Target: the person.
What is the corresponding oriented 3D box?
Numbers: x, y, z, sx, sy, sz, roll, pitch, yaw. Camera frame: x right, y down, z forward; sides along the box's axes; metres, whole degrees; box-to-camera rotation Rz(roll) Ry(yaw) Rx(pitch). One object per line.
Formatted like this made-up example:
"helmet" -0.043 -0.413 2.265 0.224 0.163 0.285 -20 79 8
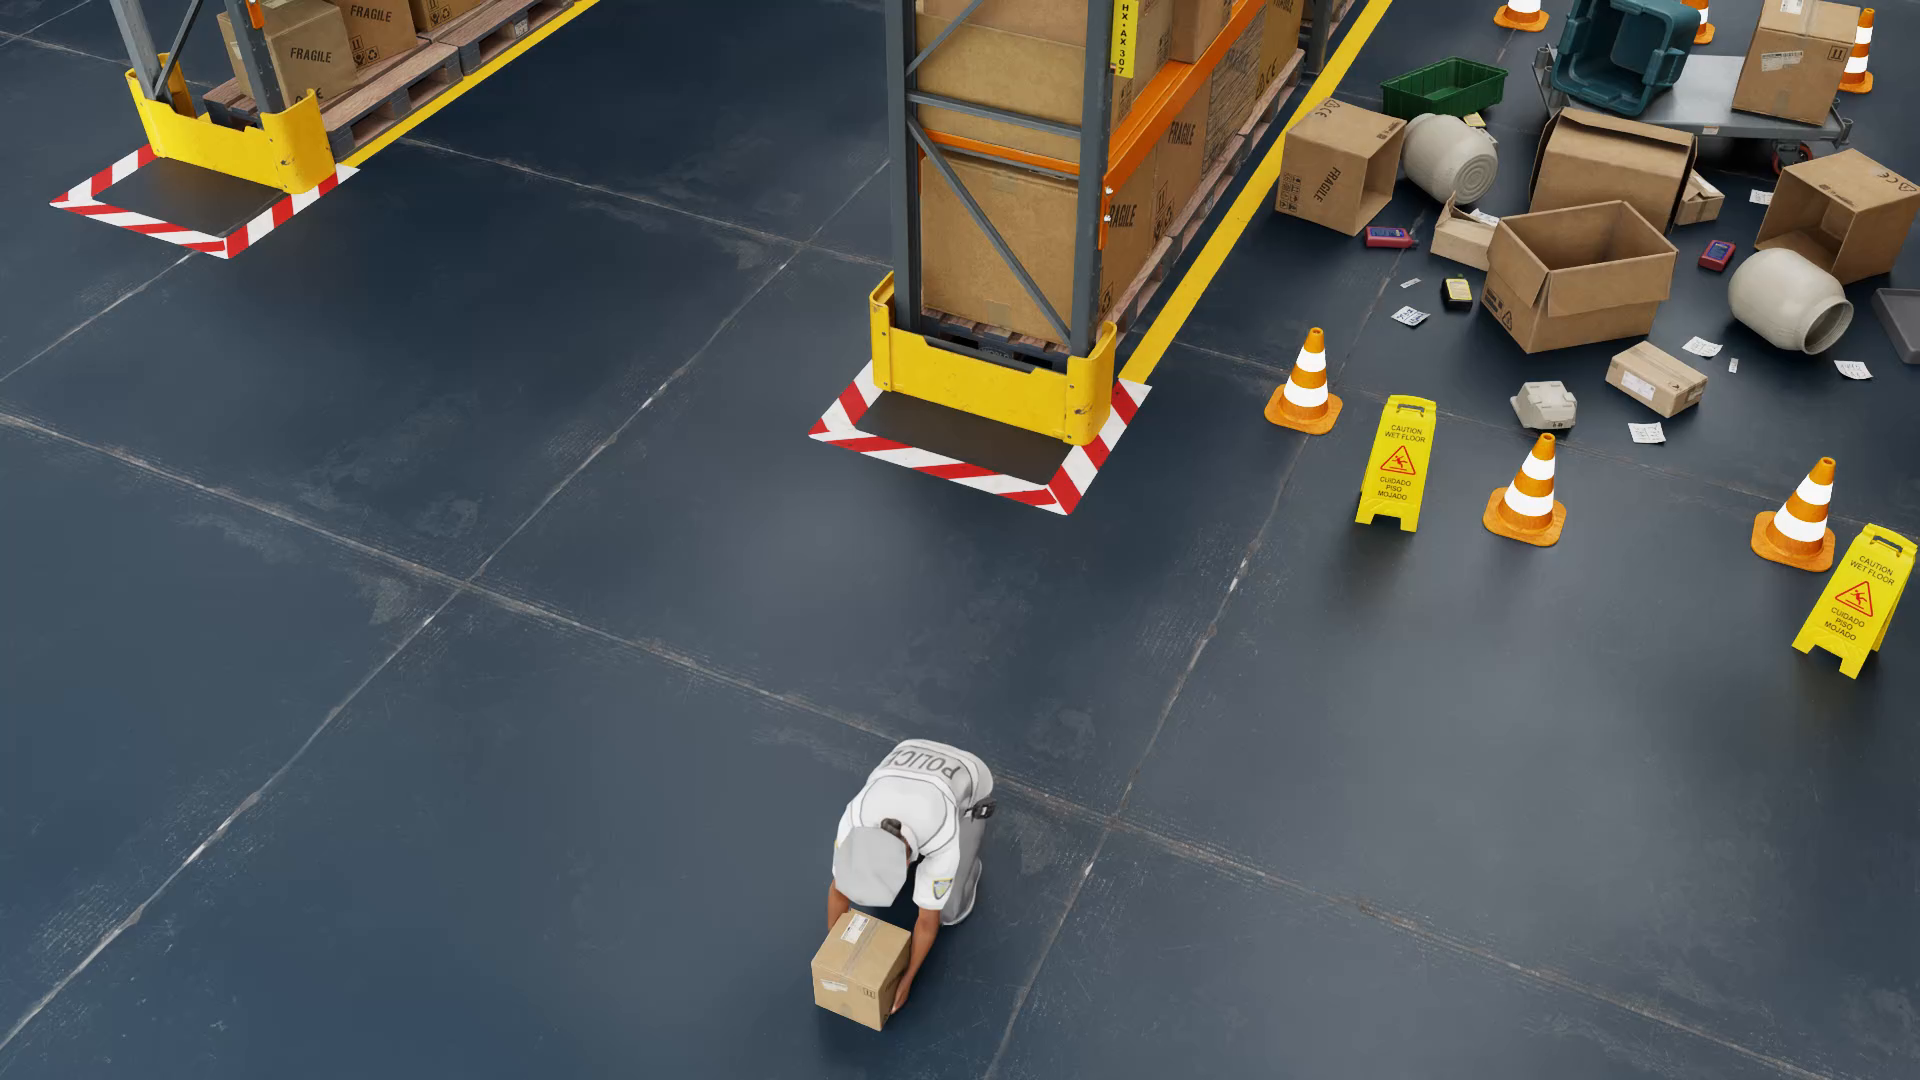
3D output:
"person" -0.130 0.639 5.436 0.449 1.688 0.540 18 45 18
